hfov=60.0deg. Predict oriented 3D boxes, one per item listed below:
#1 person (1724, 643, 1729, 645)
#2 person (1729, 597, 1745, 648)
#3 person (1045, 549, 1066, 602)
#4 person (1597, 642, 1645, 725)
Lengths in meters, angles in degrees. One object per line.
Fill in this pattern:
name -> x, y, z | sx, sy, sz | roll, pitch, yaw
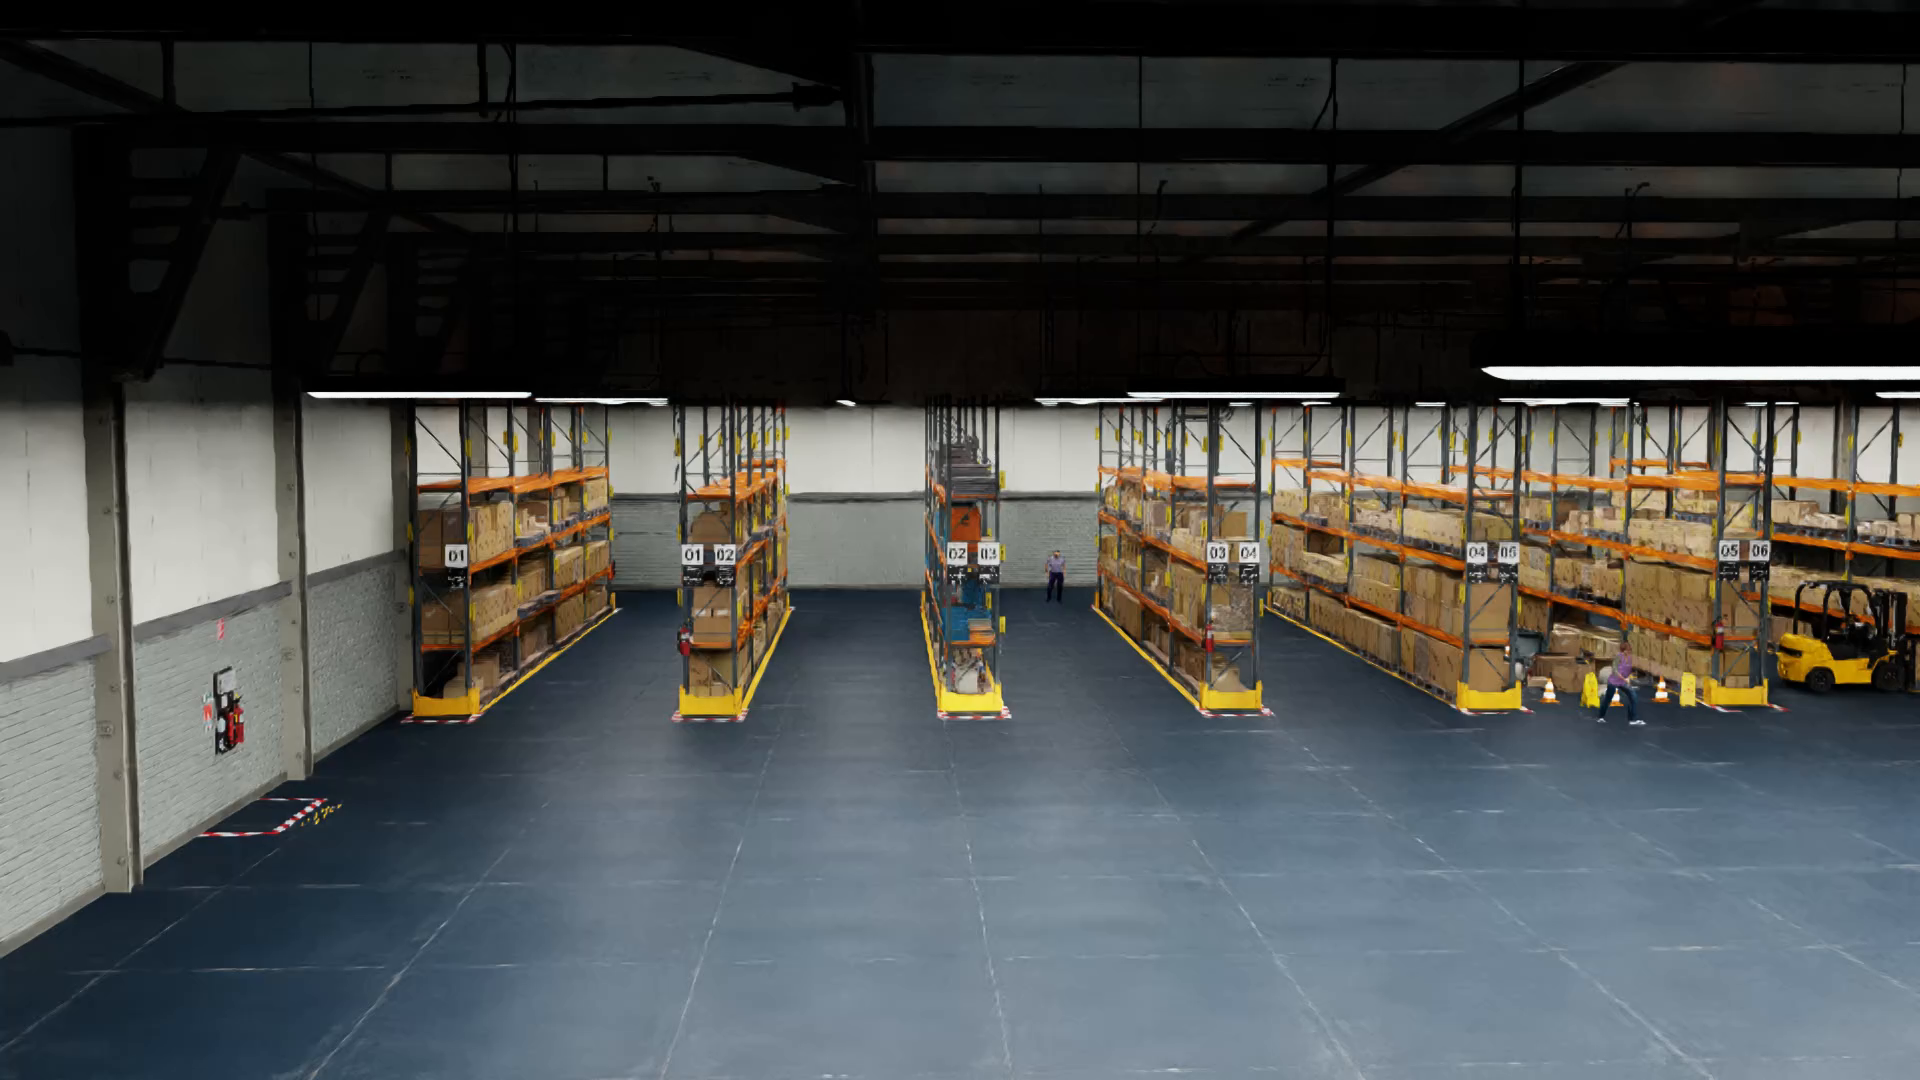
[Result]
person -> 18.182, 1.776, 39.868 | 0.527, 1.568, 0.529 | 2, 5, 20
person -> 16.570, 2.030, 35.606 | 0.498, 1.747, 0.588 | 2, 5, 27
person -> 2.827, 1.055, 49.220 | 0.625, 1.581, 0.510 | 0, 5, -5
person -> 11.920, 2.584, 30.040 | 0.574, 1.520, 0.749 | -2, 5, -23
